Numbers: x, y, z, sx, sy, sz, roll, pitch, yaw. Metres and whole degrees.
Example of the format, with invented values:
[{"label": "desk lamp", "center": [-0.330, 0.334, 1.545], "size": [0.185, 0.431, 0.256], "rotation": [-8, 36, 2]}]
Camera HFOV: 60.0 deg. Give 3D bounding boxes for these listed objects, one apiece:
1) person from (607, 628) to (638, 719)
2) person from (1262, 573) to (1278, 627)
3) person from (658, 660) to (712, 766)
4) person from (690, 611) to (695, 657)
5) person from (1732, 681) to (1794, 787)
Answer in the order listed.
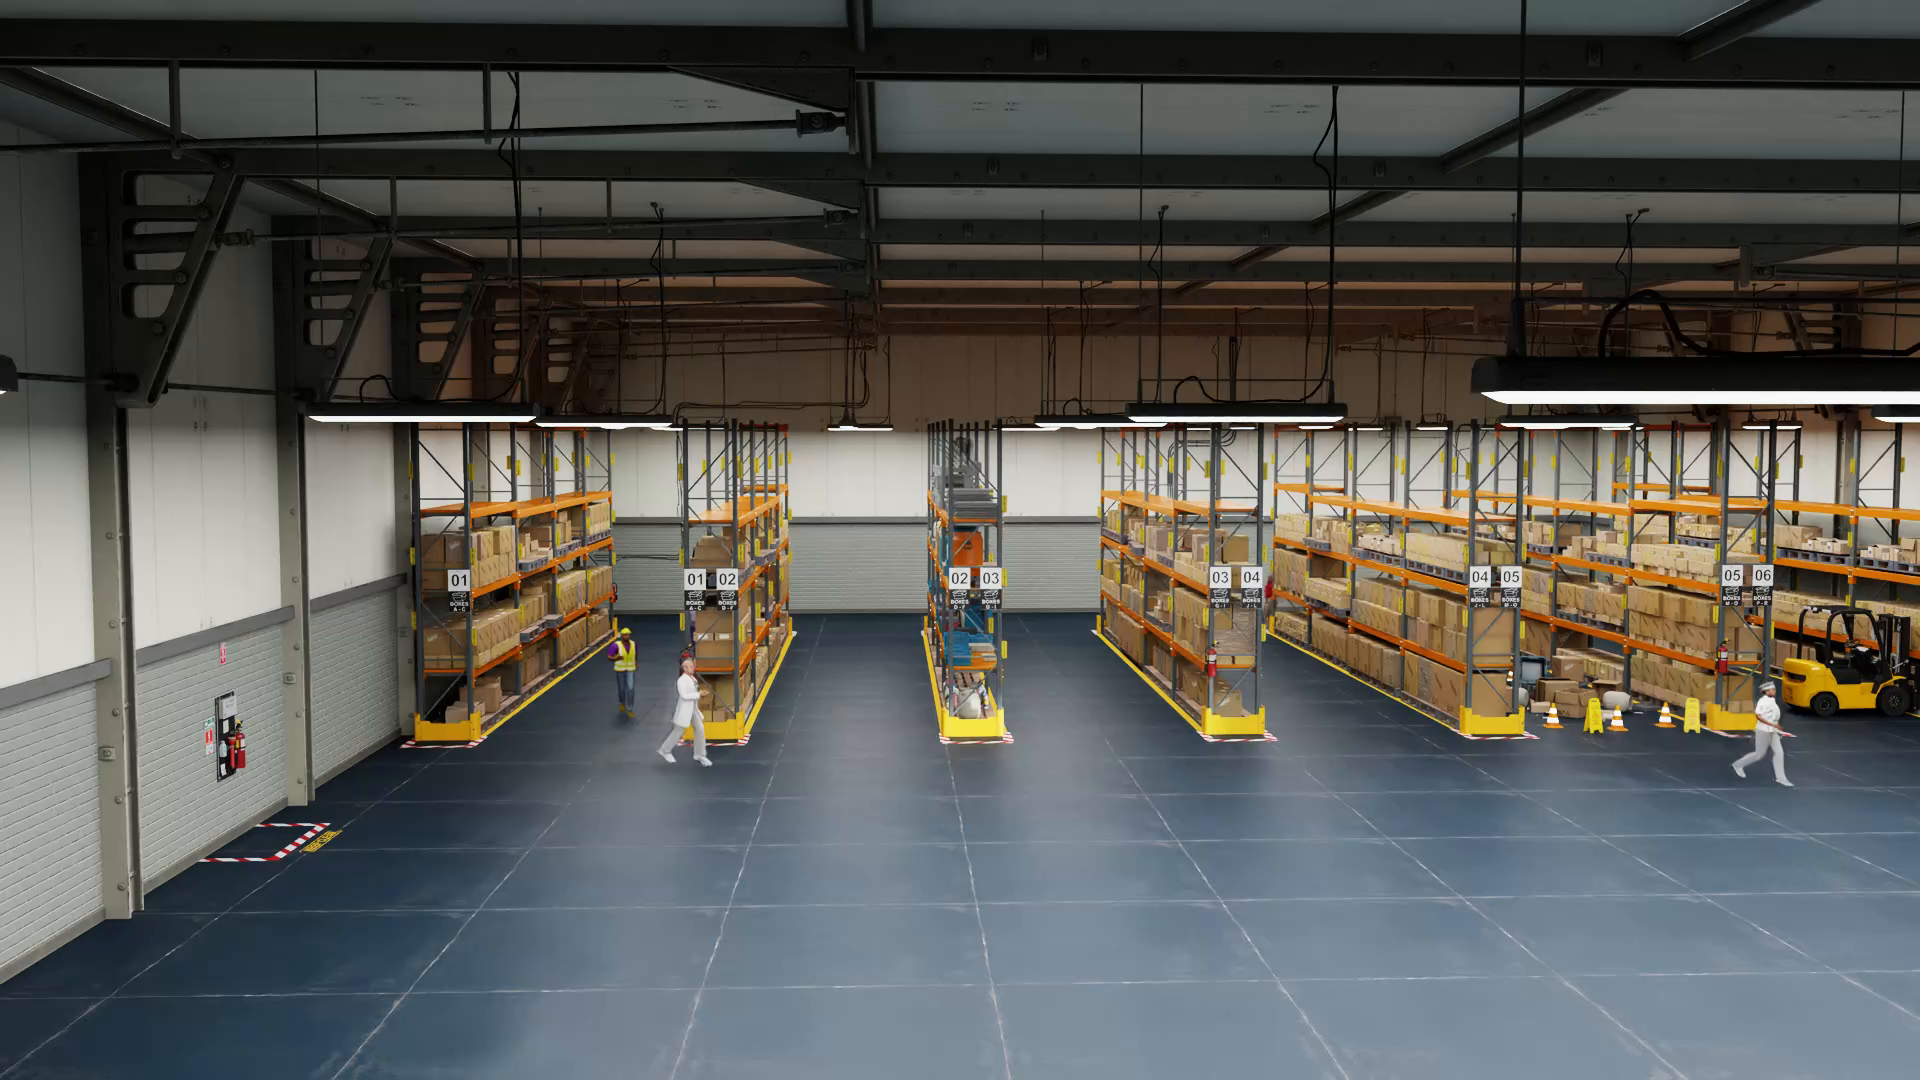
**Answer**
[{"label": "person", "center": [-6.825, 2.678, 33.737], "size": [0.670, 1.809, 0.869], "rotation": [-1, 4, -22]}, {"label": "person", "center": [9.214, 1.791, 48.953], "size": [0.638, 1.664, 0.762], "rotation": [0, 4, -7]}, {"label": "person", "center": [-4.746, 2.977, 28.666], "size": [0.977, 1.822, 0.680], "rotation": [1, 4, 18]}, {"label": "person", "center": [-6.531, 2.312, 41.452], "size": [0.642, 1.612, 0.976], "rotation": [0, 4, -1]}, {"label": "person", "center": [13.273, 3.137, 27.082], "size": [0.618, 1.672, 0.700], "rotation": [-3, 5, -42]}]
